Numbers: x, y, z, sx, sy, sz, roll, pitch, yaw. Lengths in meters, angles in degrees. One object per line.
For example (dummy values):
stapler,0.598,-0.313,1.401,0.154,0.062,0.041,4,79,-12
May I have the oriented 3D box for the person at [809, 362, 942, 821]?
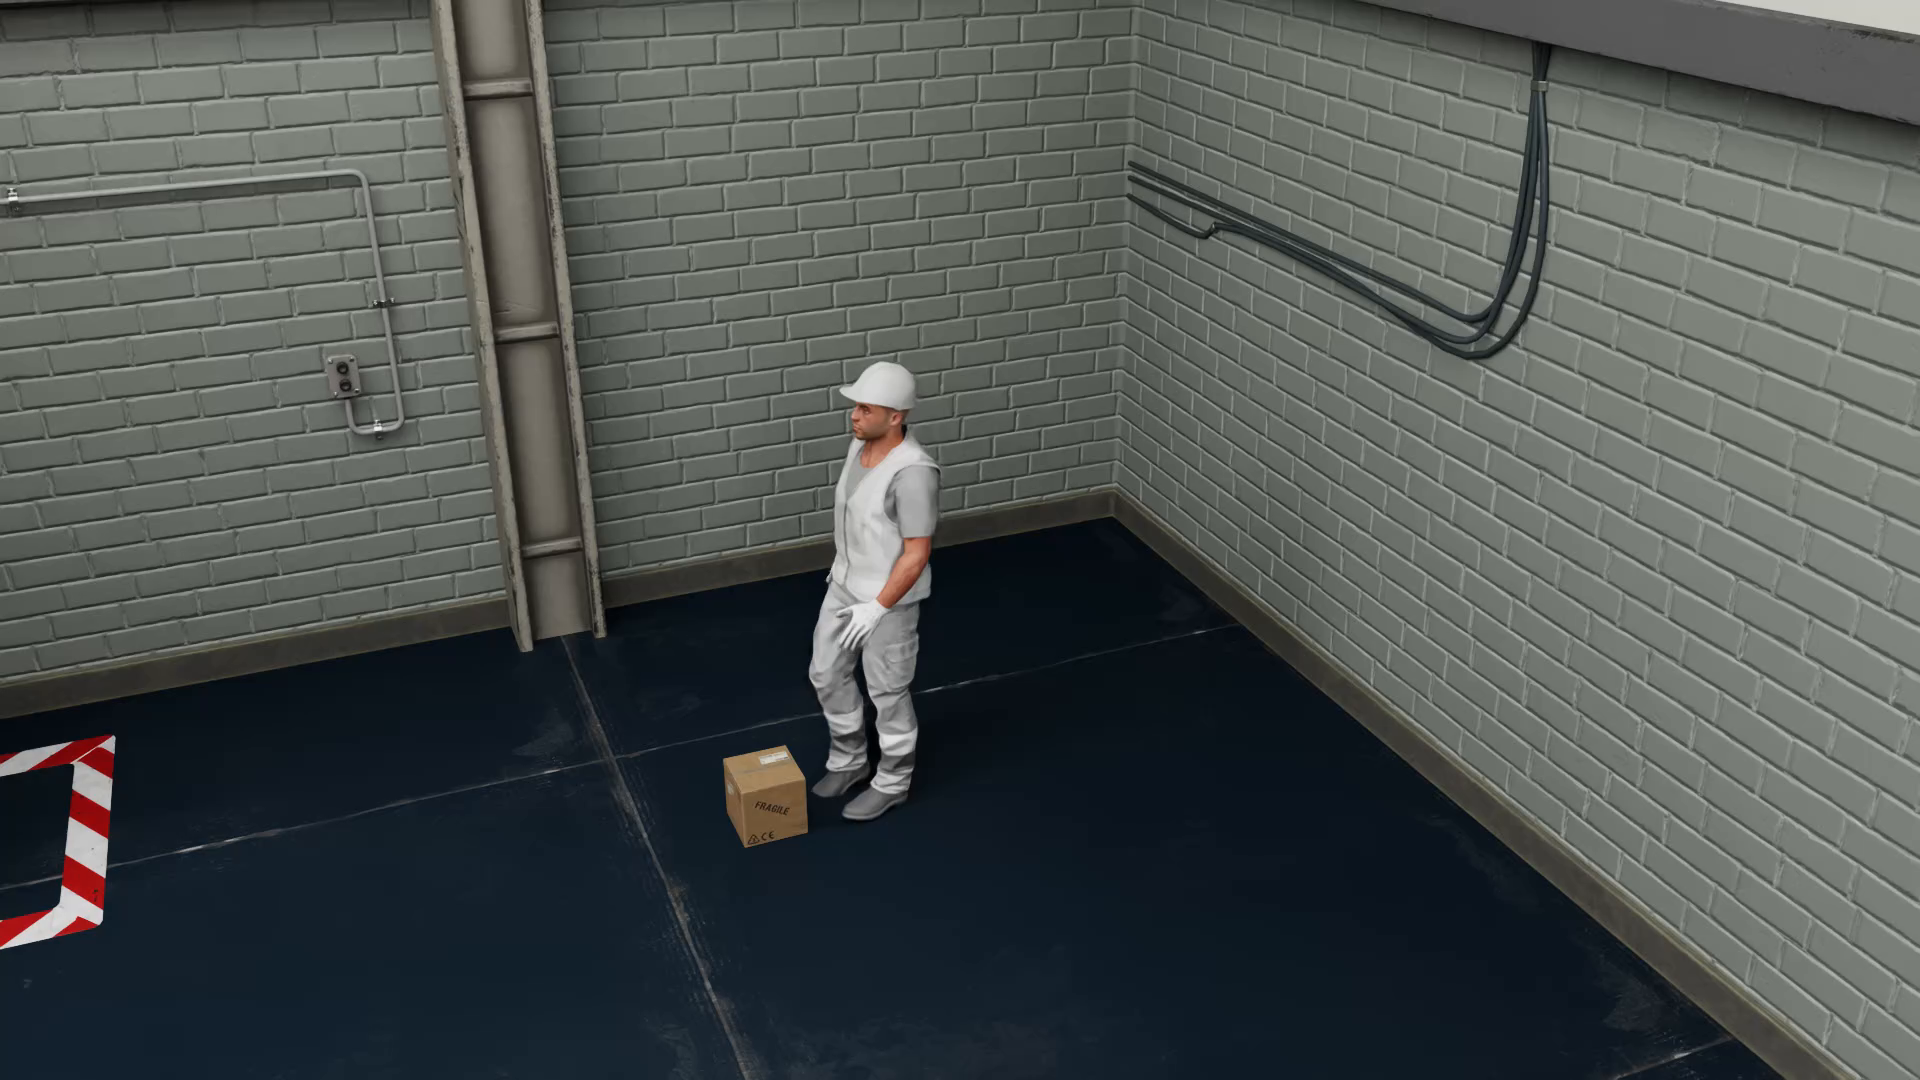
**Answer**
person,-0.353,0.229,6.173,0.462,1.859,0.635,-16,30,-30
